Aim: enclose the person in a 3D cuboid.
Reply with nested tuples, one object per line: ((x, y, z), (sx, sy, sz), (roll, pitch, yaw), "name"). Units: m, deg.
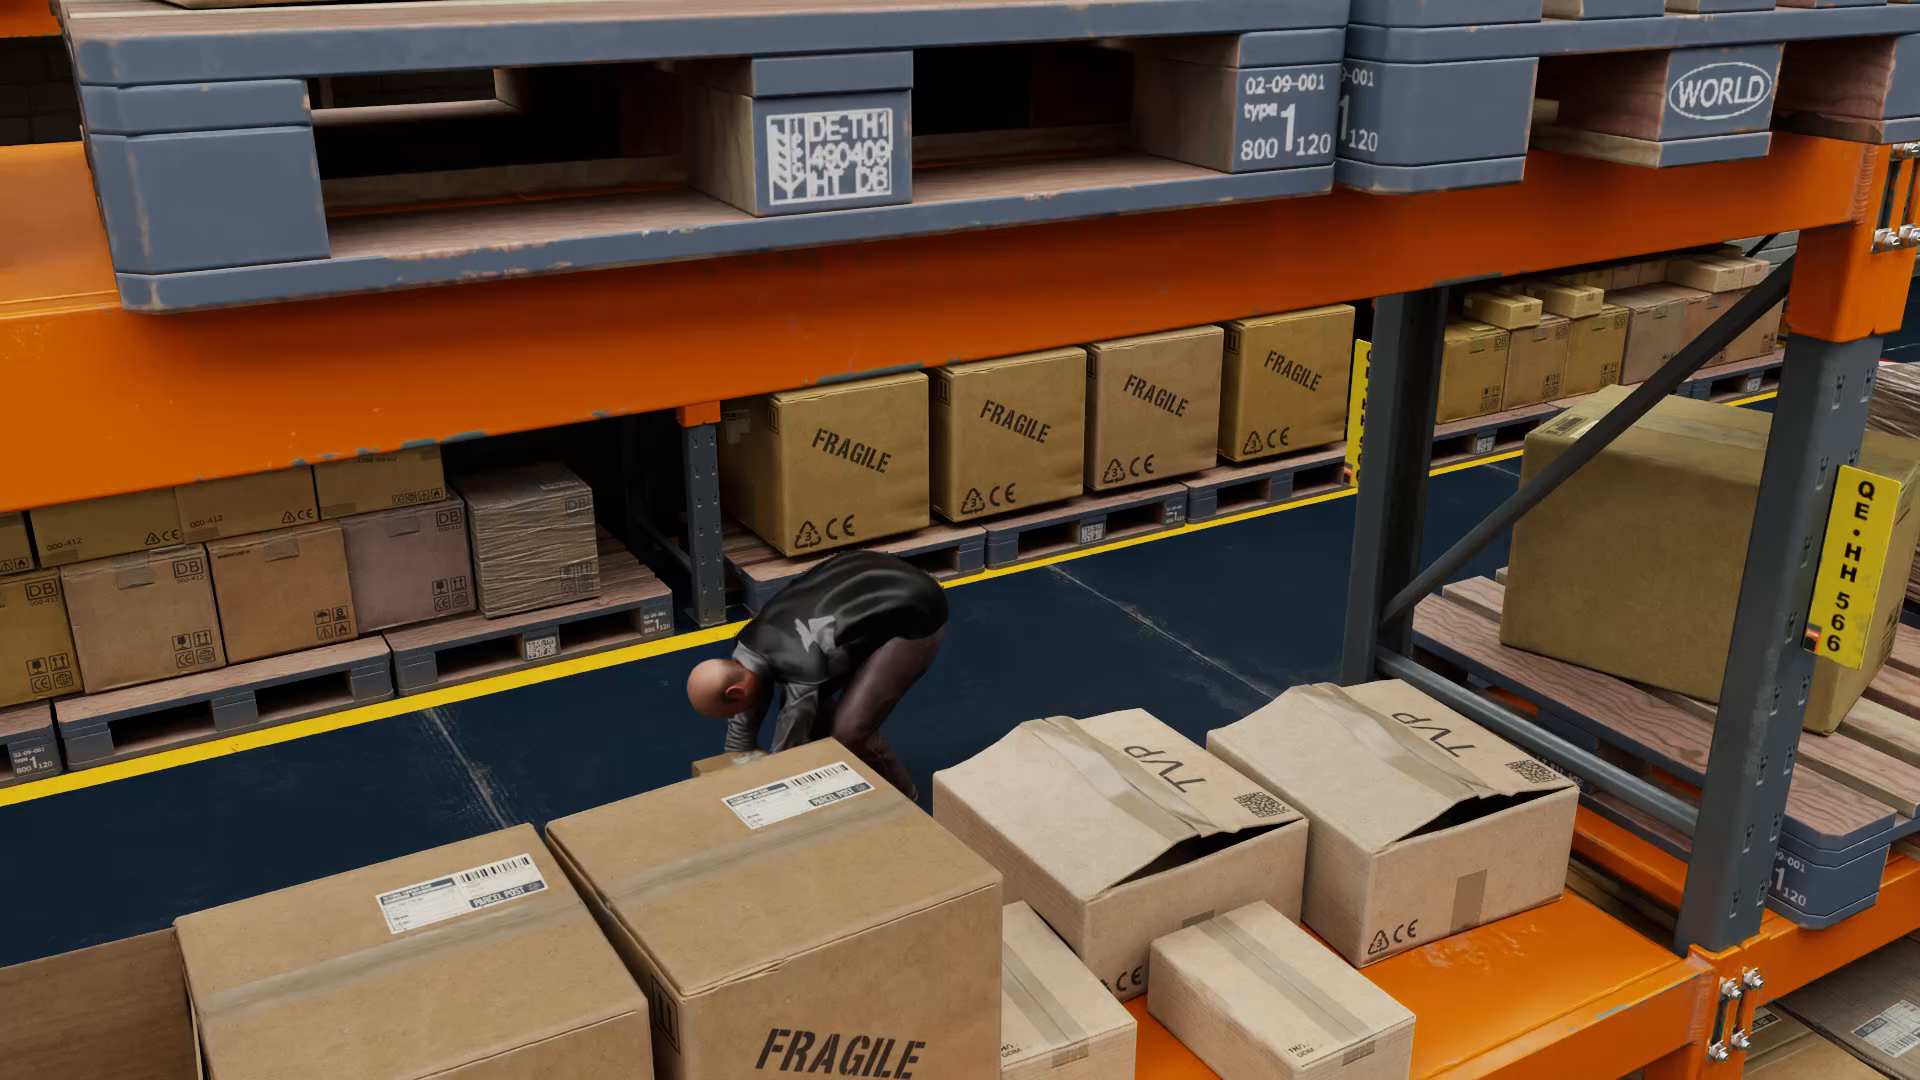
((-0.486, 0.557, 5.727), (0.944, 0.973, 0.511), (-14, 25, -31), "person")
